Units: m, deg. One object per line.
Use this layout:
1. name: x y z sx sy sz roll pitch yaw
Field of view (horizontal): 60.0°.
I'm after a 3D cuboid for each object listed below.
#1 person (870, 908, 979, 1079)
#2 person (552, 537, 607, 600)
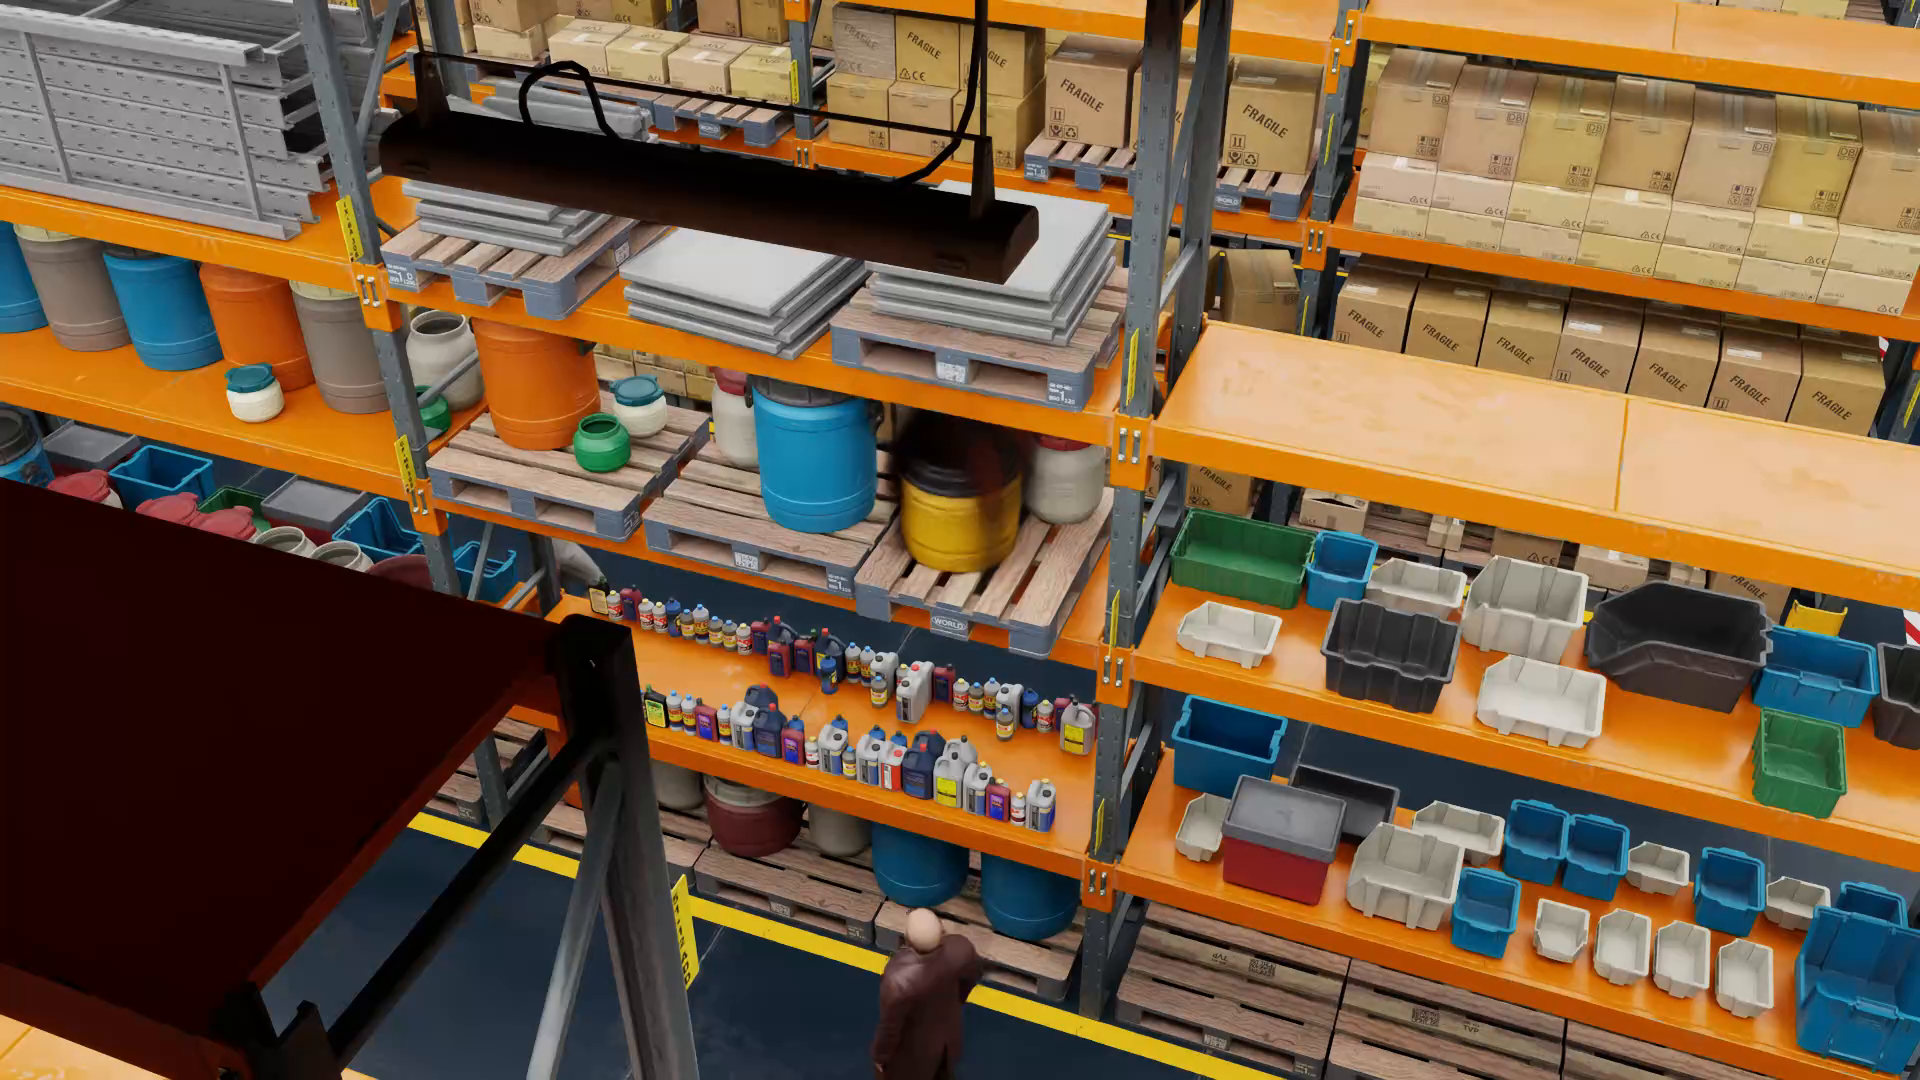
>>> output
1. person: -0.213 2.459 8.365 0.613 1.793 0.442 -27 44 -32
2. person: -2.845 0.078 11.911 0.515 1.709 0.466 -23 42 -27
